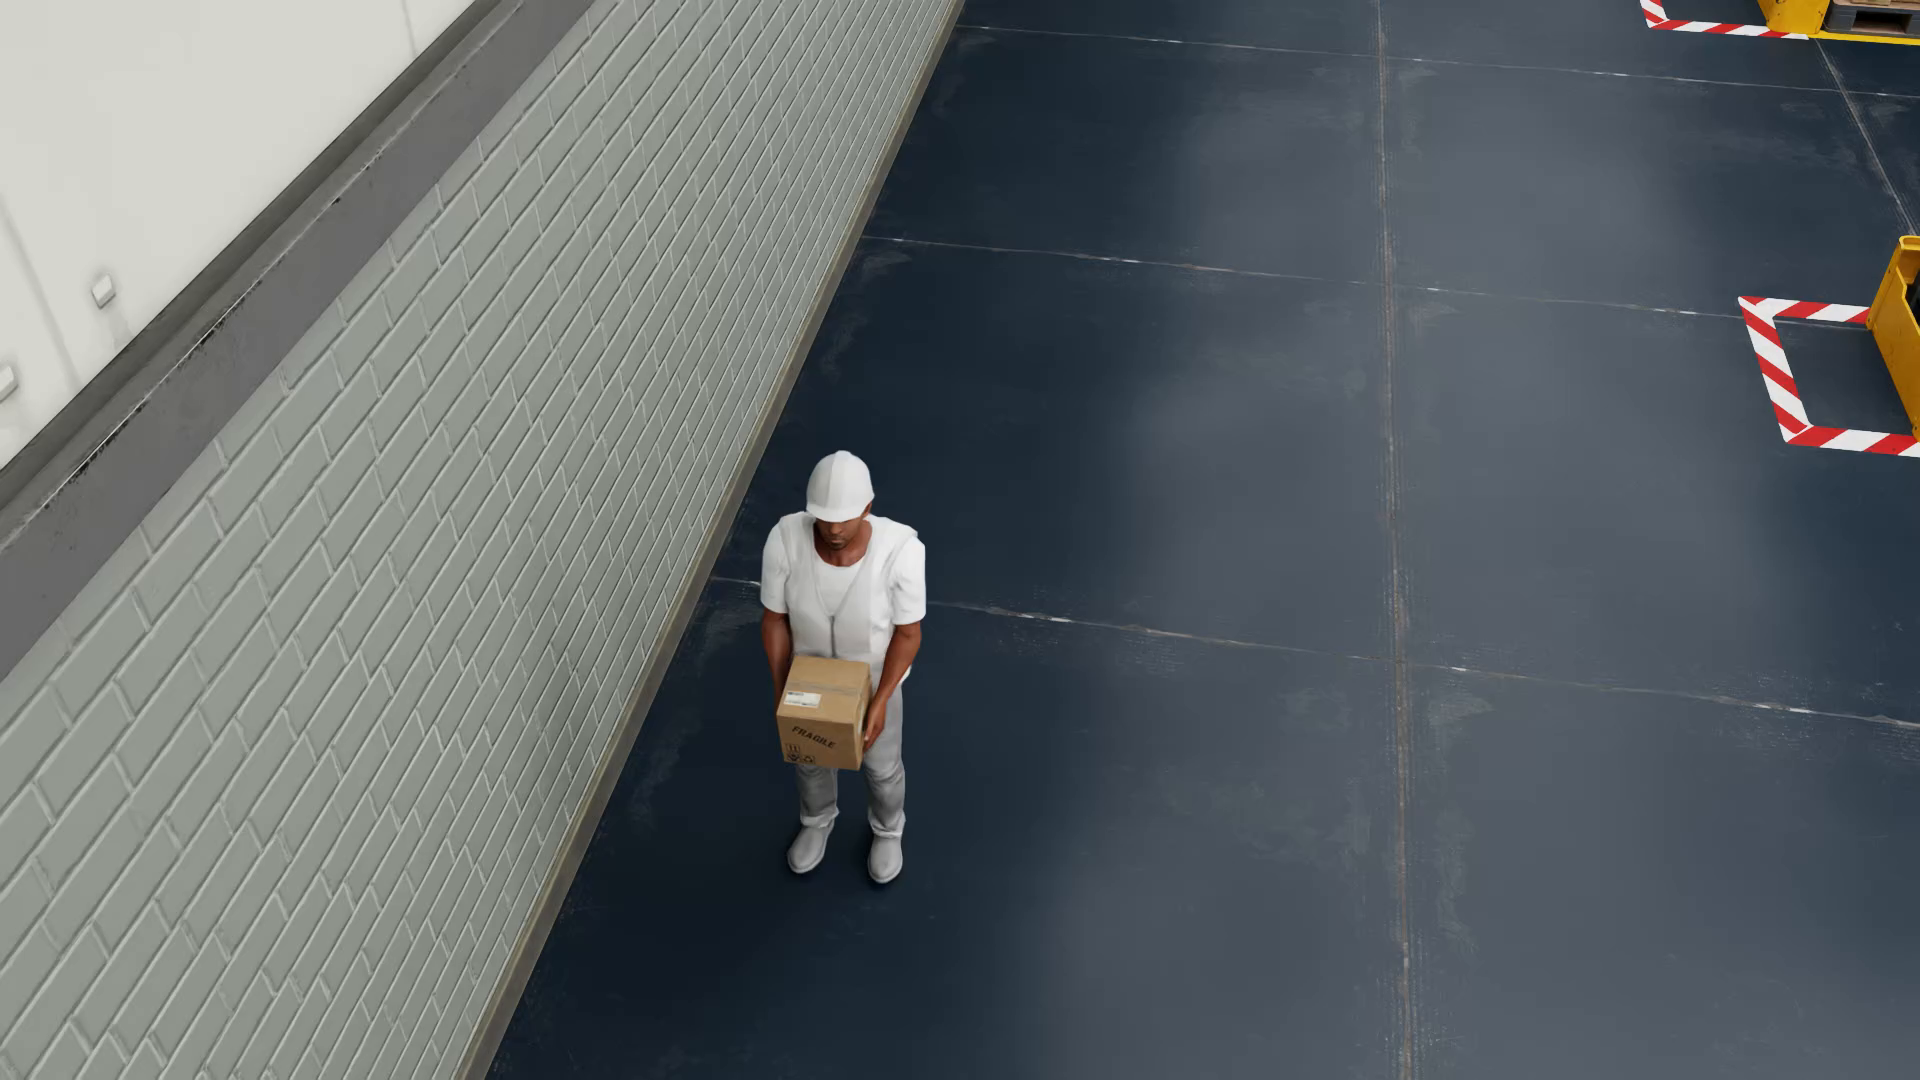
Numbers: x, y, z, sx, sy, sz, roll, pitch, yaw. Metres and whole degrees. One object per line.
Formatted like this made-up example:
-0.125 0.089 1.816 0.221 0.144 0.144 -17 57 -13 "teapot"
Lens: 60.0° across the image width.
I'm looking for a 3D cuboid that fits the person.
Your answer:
-0.395 0.494 5.554 0.548 1.770 0.541 6 41 7 "person"
